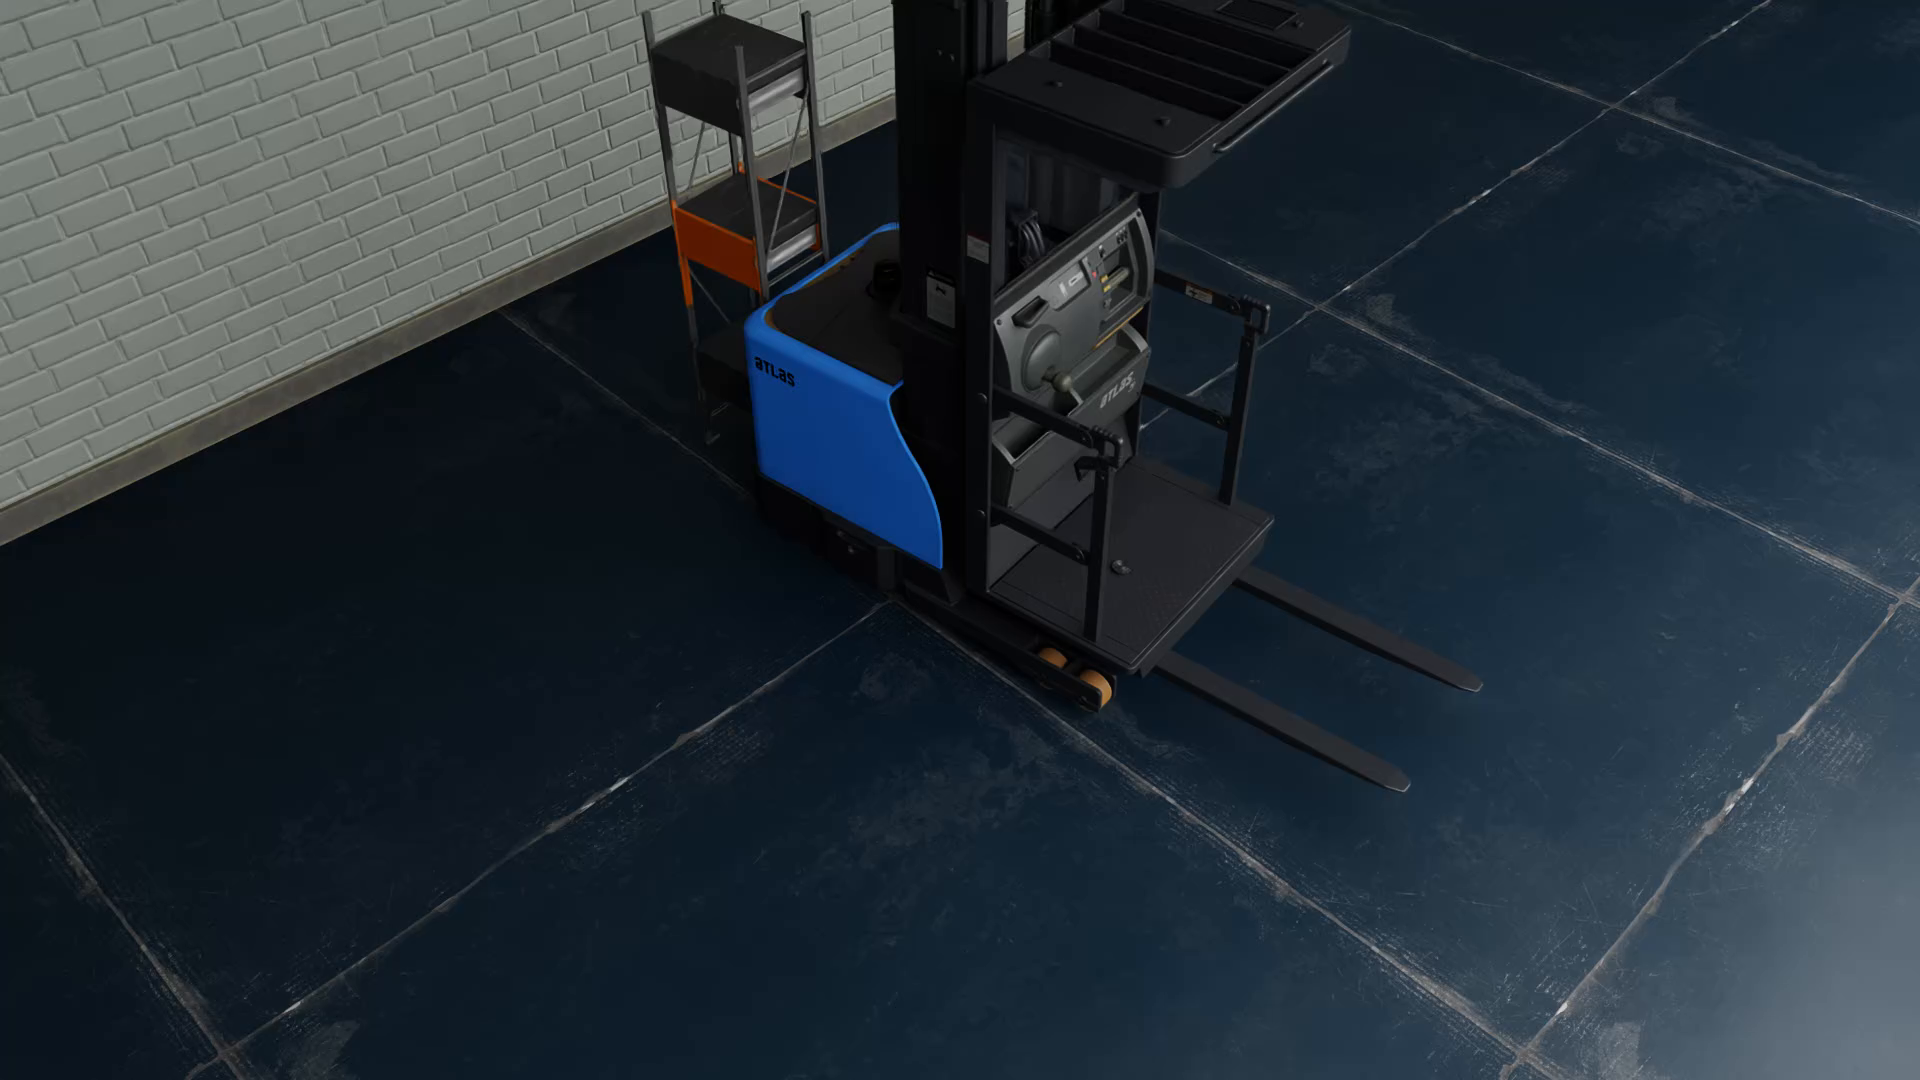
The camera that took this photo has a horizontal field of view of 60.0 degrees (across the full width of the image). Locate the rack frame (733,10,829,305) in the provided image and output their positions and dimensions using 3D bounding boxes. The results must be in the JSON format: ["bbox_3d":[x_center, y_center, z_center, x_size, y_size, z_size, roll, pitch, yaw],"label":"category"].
[{"bbox_3d":[-0.685,-1.126,6.907,0.015,2.100,0.400,28,49,28],"label":"rack frame"}]

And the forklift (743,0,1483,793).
[{"bbox_3d":[0.592,-0.815,5.973,3.031,2.935,1.130,28,49,27],"label":"forklift"}]

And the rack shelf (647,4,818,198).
[{"bbox_3d":[-0.886,-1.735,6.563,0.480,0.518,0.431,28,49,28],"label":"rack shelf"}]

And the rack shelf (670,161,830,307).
[{"bbox_3d":[-0.875,-1.216,7.032,0.480,0.518,0.431,28,49,28],"label":"rack shelf"}]

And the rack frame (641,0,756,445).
[{"bbox_3d":[-1.066,-1.326,7.138,0.015,2.100,0.400,28,49,28],"label":"rack frame"}]

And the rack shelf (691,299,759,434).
[{"bbox_3d":[-0.865,-0.696,7.501,0.480,0.518,0.431,28,49,28],"label":"rack shelf"}]

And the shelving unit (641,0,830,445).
[{"bbox_3d":[-0.875,-1.226,7.023,0.503,2.100,0.431,28,49,28],"label":"shelving unit"}]
